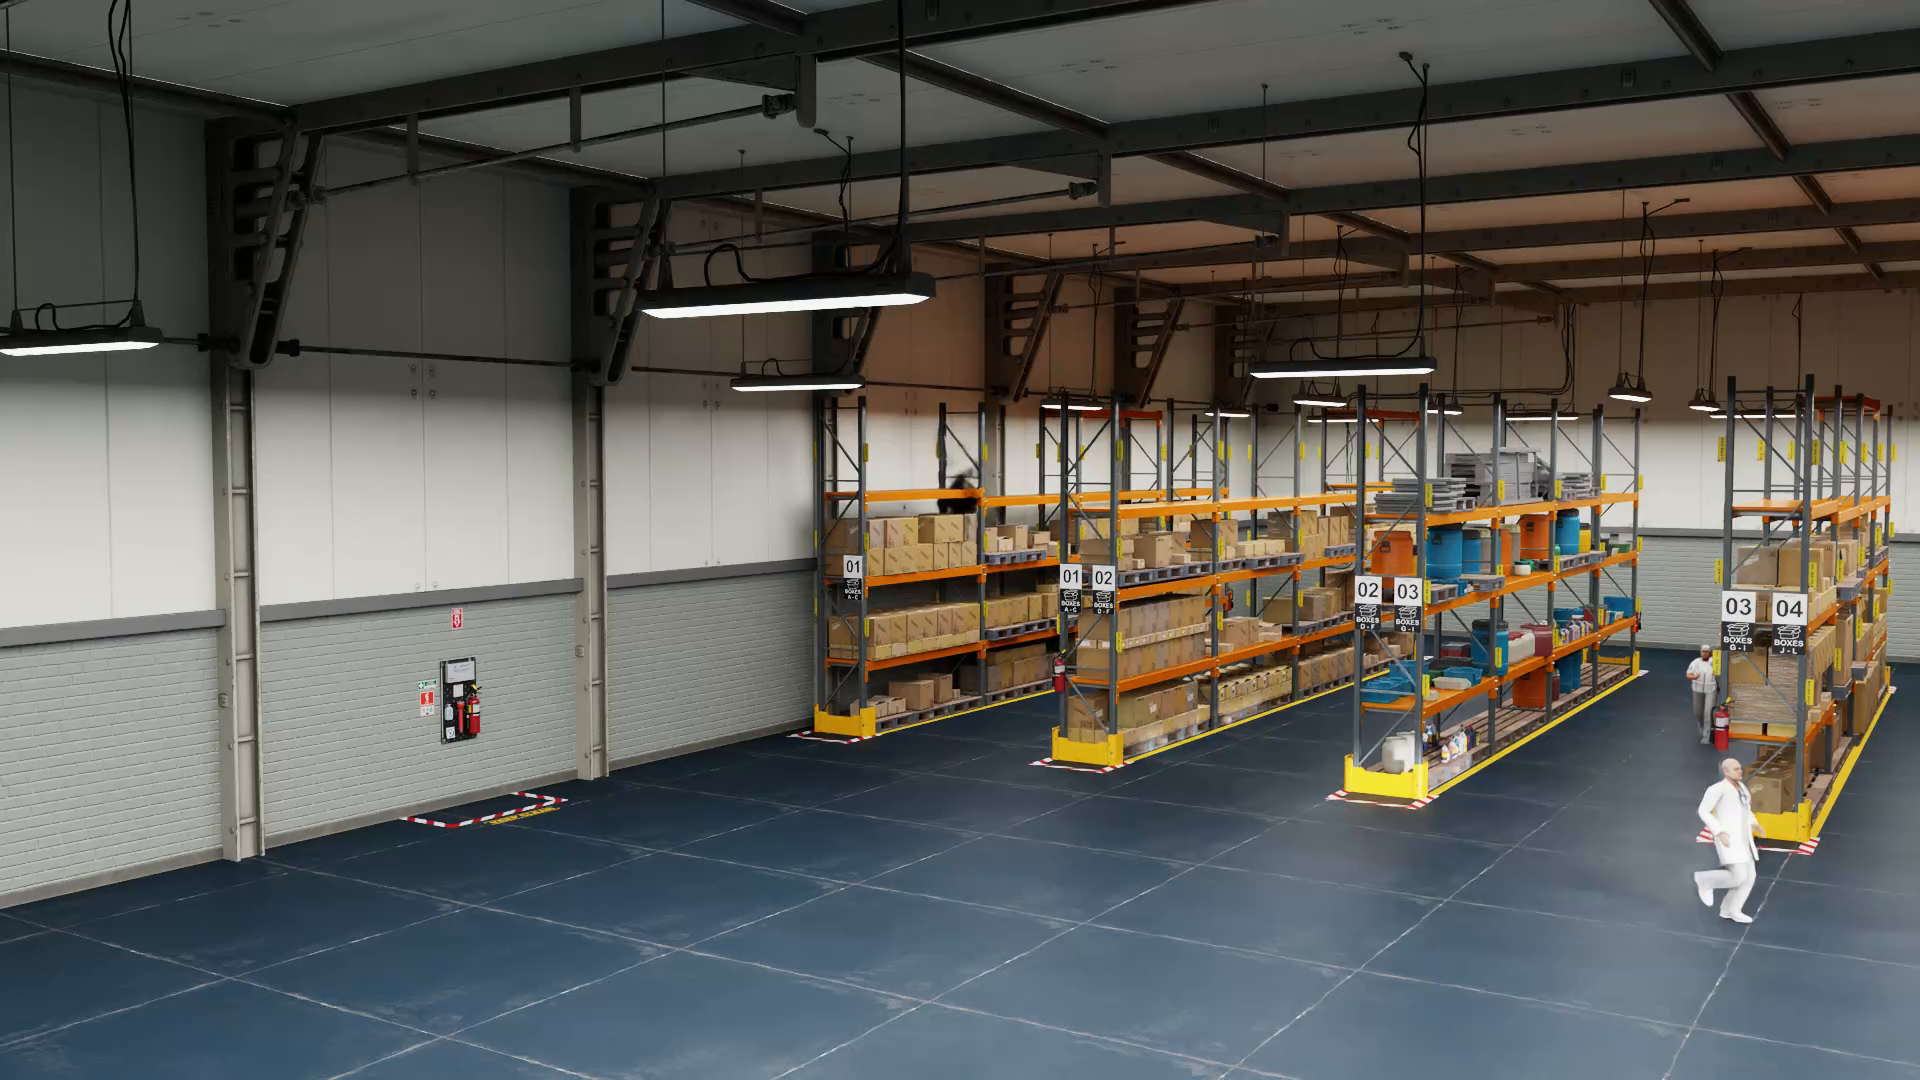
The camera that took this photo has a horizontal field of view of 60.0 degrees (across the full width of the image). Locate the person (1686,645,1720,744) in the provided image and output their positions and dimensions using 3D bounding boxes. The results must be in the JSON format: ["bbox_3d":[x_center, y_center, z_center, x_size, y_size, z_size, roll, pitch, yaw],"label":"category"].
[{"bbox_3d":[12.910,2.639,28.808,0.604,1.657,0.939,2,4,34],"label":"person"}]

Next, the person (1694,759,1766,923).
[{"bbox_3d":[8.248,3.201,17.825,0.724,1.727,0.643,-2,3,-29],"label":"person"}]
